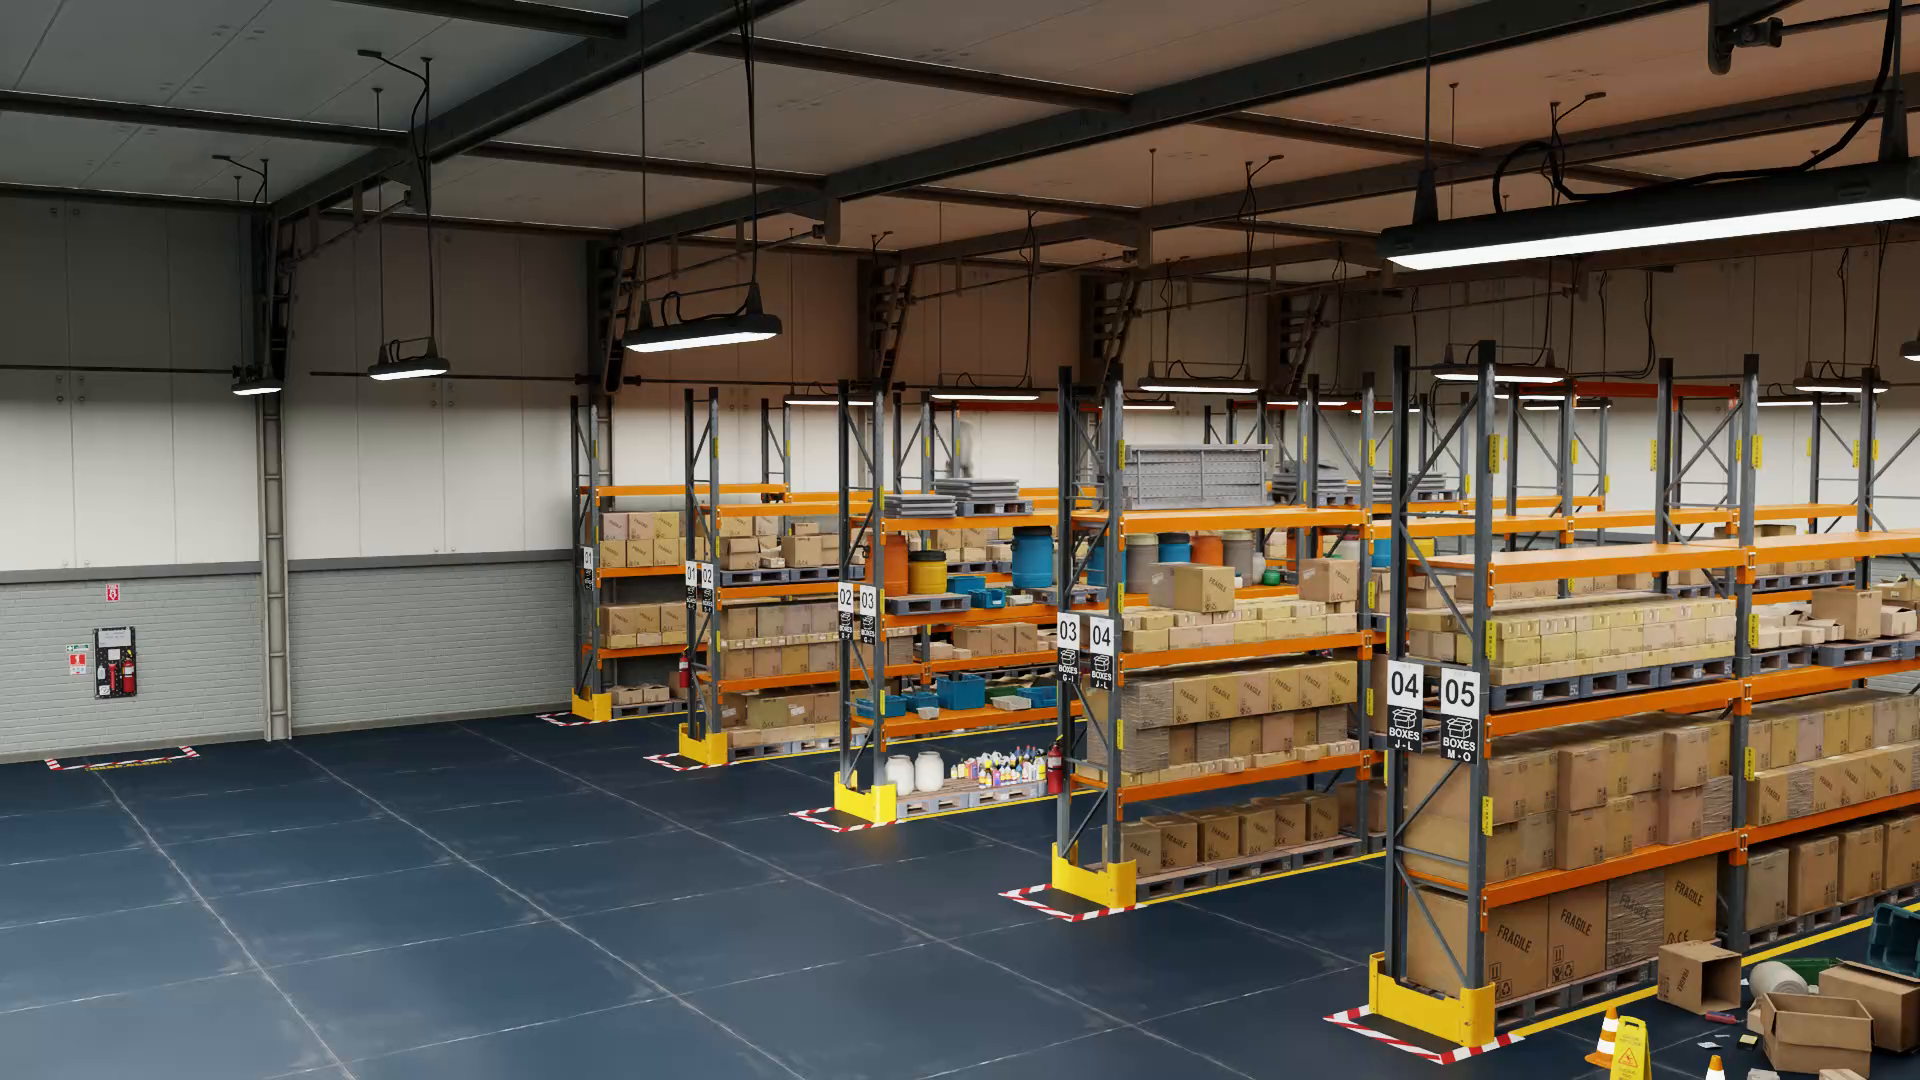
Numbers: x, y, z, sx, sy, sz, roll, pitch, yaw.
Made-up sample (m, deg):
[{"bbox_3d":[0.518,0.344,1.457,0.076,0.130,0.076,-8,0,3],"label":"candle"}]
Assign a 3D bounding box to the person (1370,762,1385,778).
[{"bbox_3d":[6.070,2.946,24.122,0.706,1.592,0.565,-2,4,-36],"label":"person"}]
